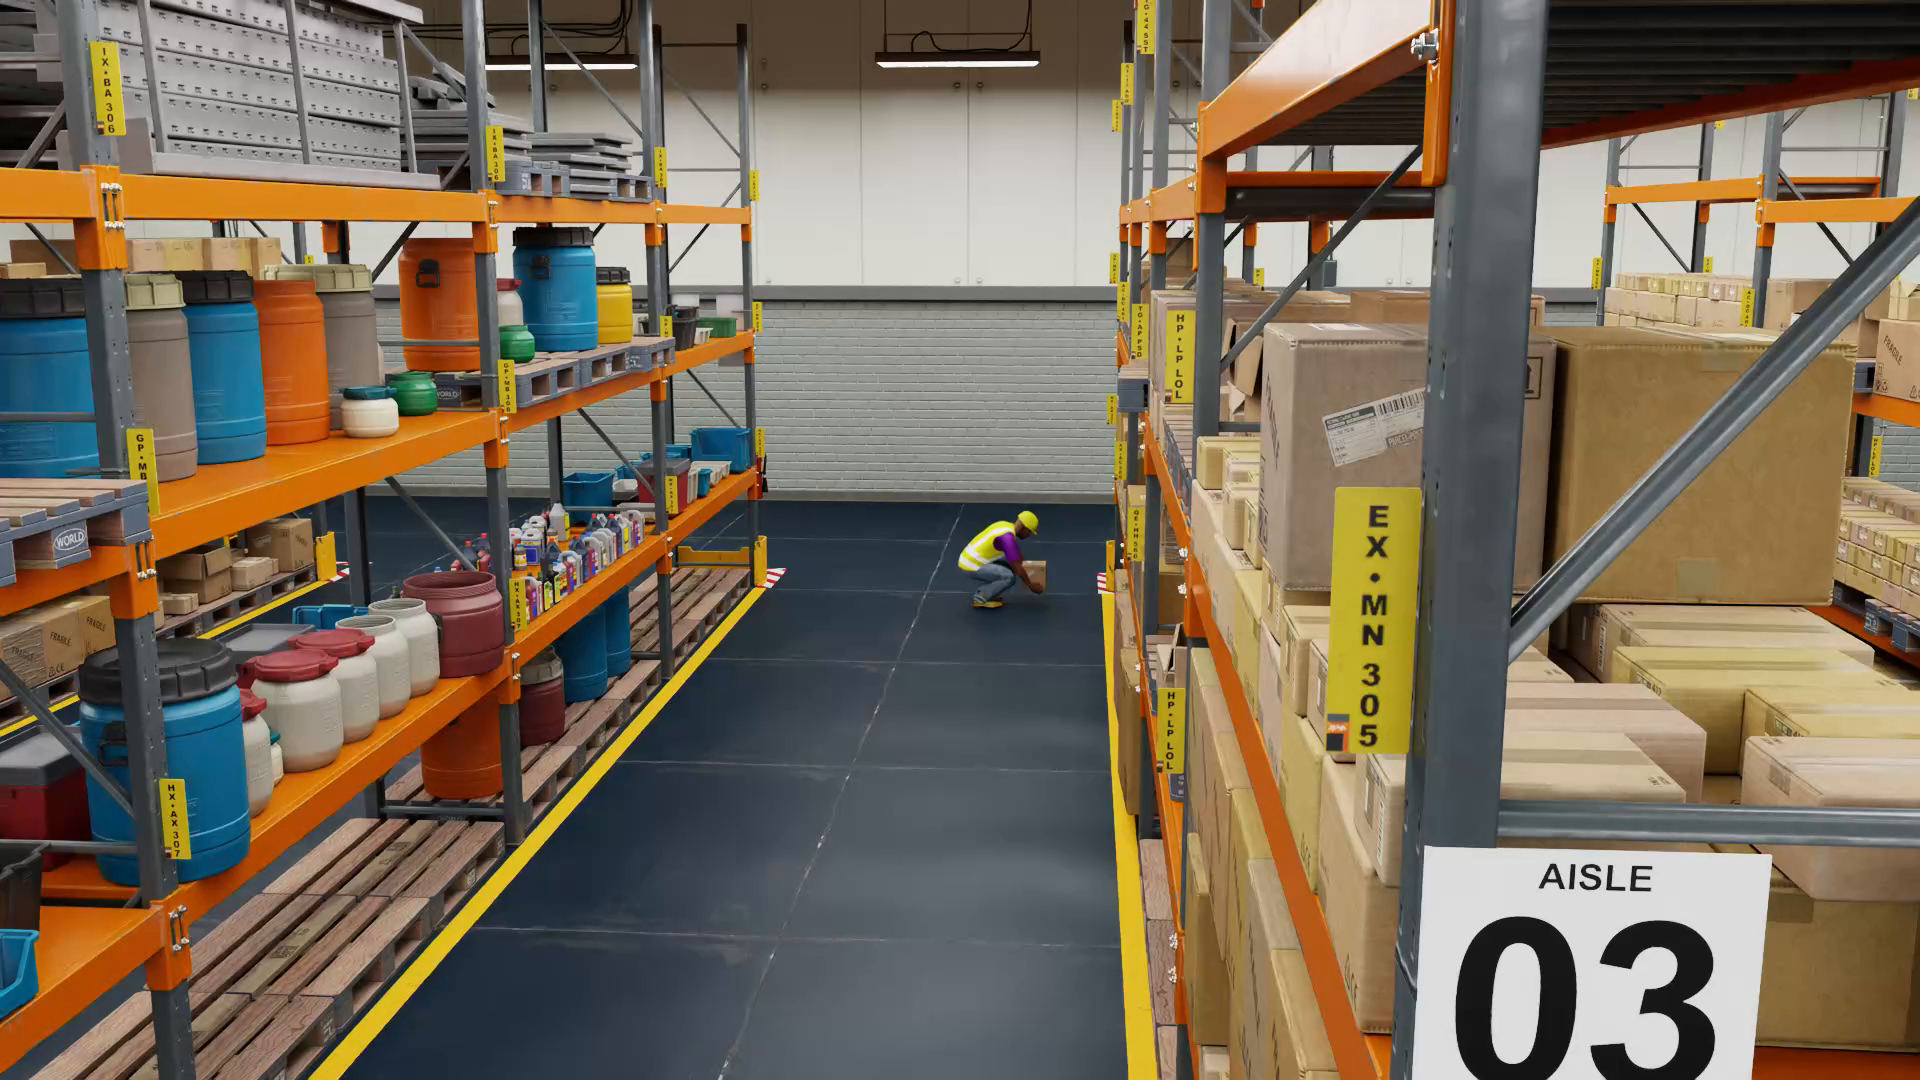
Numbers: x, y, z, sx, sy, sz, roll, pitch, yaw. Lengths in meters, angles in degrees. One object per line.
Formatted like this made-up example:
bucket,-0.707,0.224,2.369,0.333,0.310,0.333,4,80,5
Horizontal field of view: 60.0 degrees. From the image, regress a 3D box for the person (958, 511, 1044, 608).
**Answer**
person,0.433,0.193,17.449,0.898,0.993,0.586,1,11,4
